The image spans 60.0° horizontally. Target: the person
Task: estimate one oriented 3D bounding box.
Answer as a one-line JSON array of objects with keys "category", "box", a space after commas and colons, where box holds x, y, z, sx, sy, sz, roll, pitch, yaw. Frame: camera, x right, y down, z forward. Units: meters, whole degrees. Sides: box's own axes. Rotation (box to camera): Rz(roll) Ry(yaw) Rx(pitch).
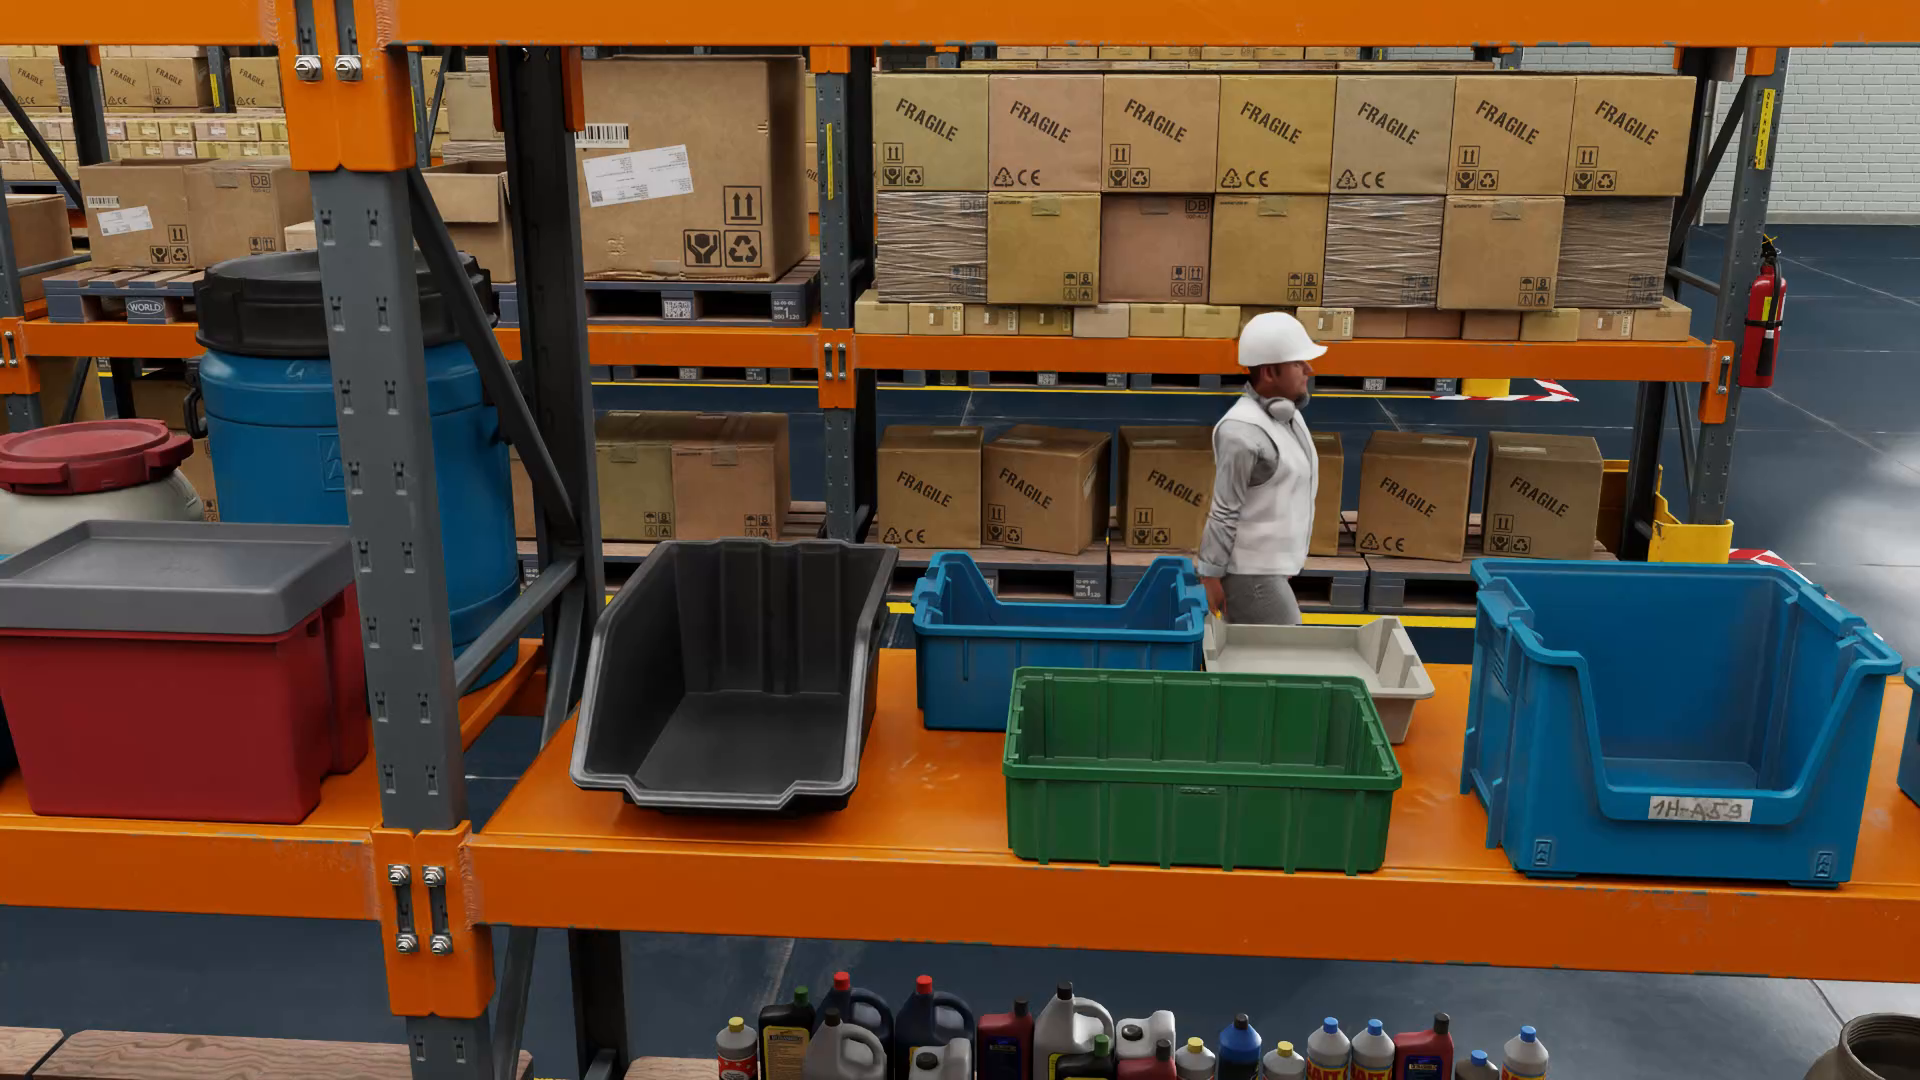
[{"category": "person", "box": [0.980, 0.059, 5.814, 0.856, 1.741, 0.543, 6, 18, 20]}]
